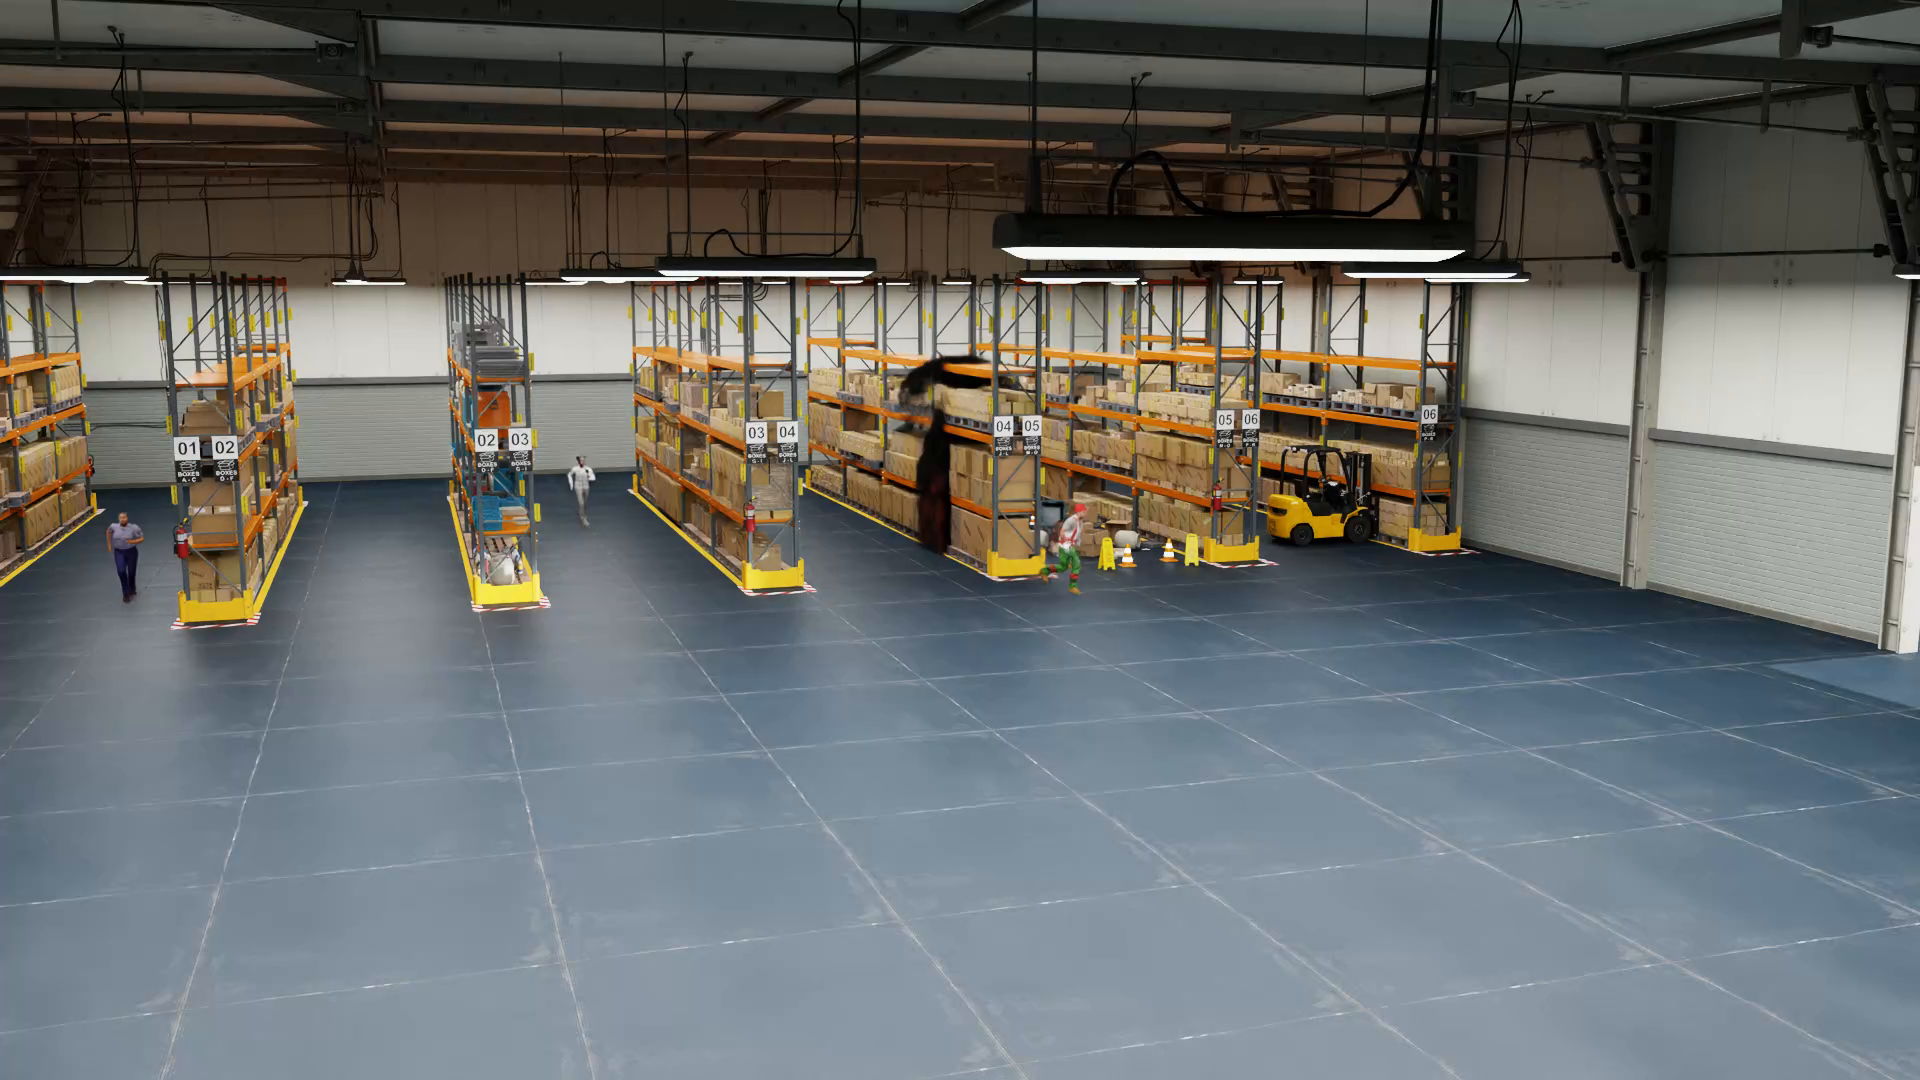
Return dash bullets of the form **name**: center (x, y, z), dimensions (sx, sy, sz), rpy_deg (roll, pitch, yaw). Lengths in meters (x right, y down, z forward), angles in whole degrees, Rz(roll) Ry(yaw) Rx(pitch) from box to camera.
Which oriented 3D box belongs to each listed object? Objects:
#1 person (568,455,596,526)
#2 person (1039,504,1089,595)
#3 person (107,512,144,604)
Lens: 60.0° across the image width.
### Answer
- **person**: center (-9.189, -1.236, 40.464), dimensions (0.608, 1.683, 0.942), rpy_deg (-4, 10, -26)
- **person**: center (1.973, 0.155, 31.516), dimensions (0.974, 1.726, 0.666), rpy_deg (3, 9, 20)
- **person**: center (-15.417, 0.312, 30.754), dimensions (0.613, 1.673, 0.840), rpy_deg (-3, 9, -21)
